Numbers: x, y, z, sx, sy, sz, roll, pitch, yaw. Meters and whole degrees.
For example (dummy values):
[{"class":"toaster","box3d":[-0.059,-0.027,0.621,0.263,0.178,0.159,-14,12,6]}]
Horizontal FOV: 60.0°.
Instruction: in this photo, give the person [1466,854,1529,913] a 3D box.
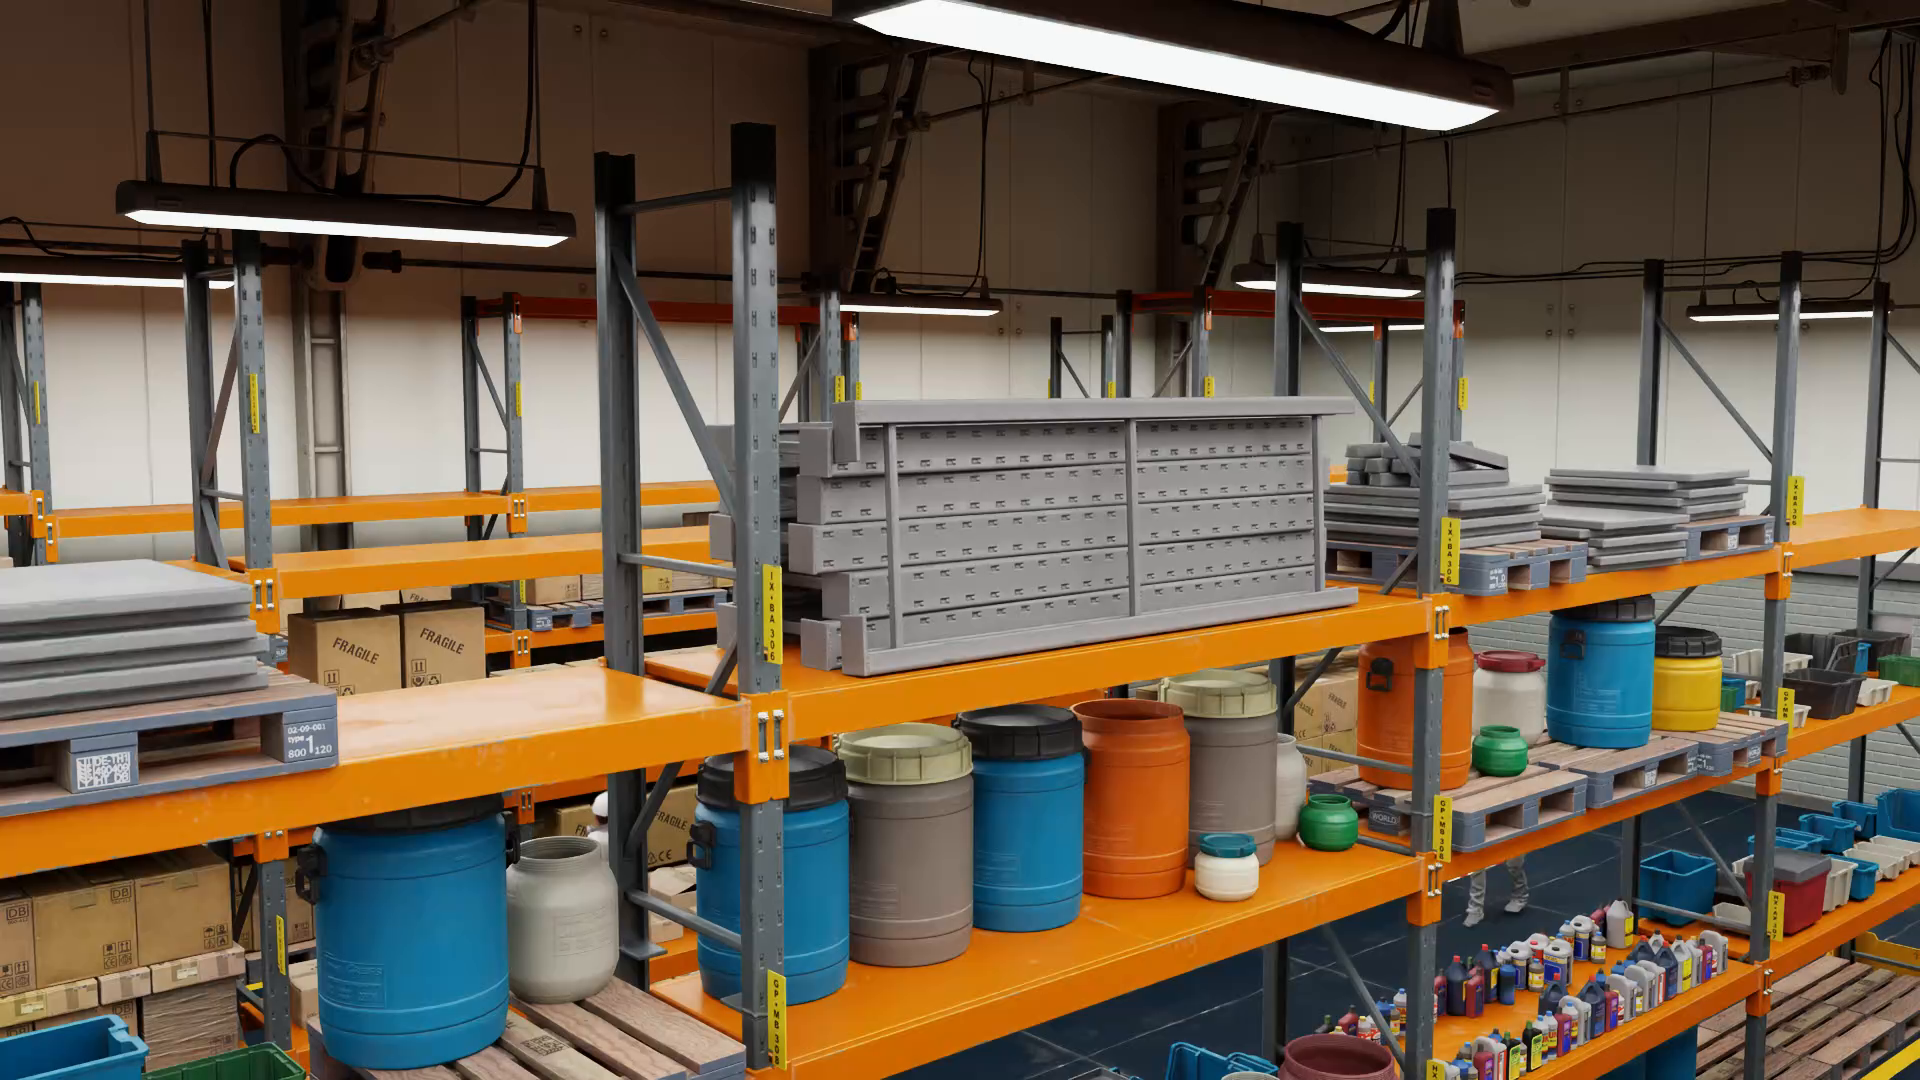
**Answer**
[{"class":"person","box3d":[5.213,2.751,15.933,0.877,1.656,0.496,-5,7,-40]}]

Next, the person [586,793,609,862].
[{"class":"person","box3d":[-2.949,2.938,13.768,0.381,1.711,0.611,5,7,41]}]
